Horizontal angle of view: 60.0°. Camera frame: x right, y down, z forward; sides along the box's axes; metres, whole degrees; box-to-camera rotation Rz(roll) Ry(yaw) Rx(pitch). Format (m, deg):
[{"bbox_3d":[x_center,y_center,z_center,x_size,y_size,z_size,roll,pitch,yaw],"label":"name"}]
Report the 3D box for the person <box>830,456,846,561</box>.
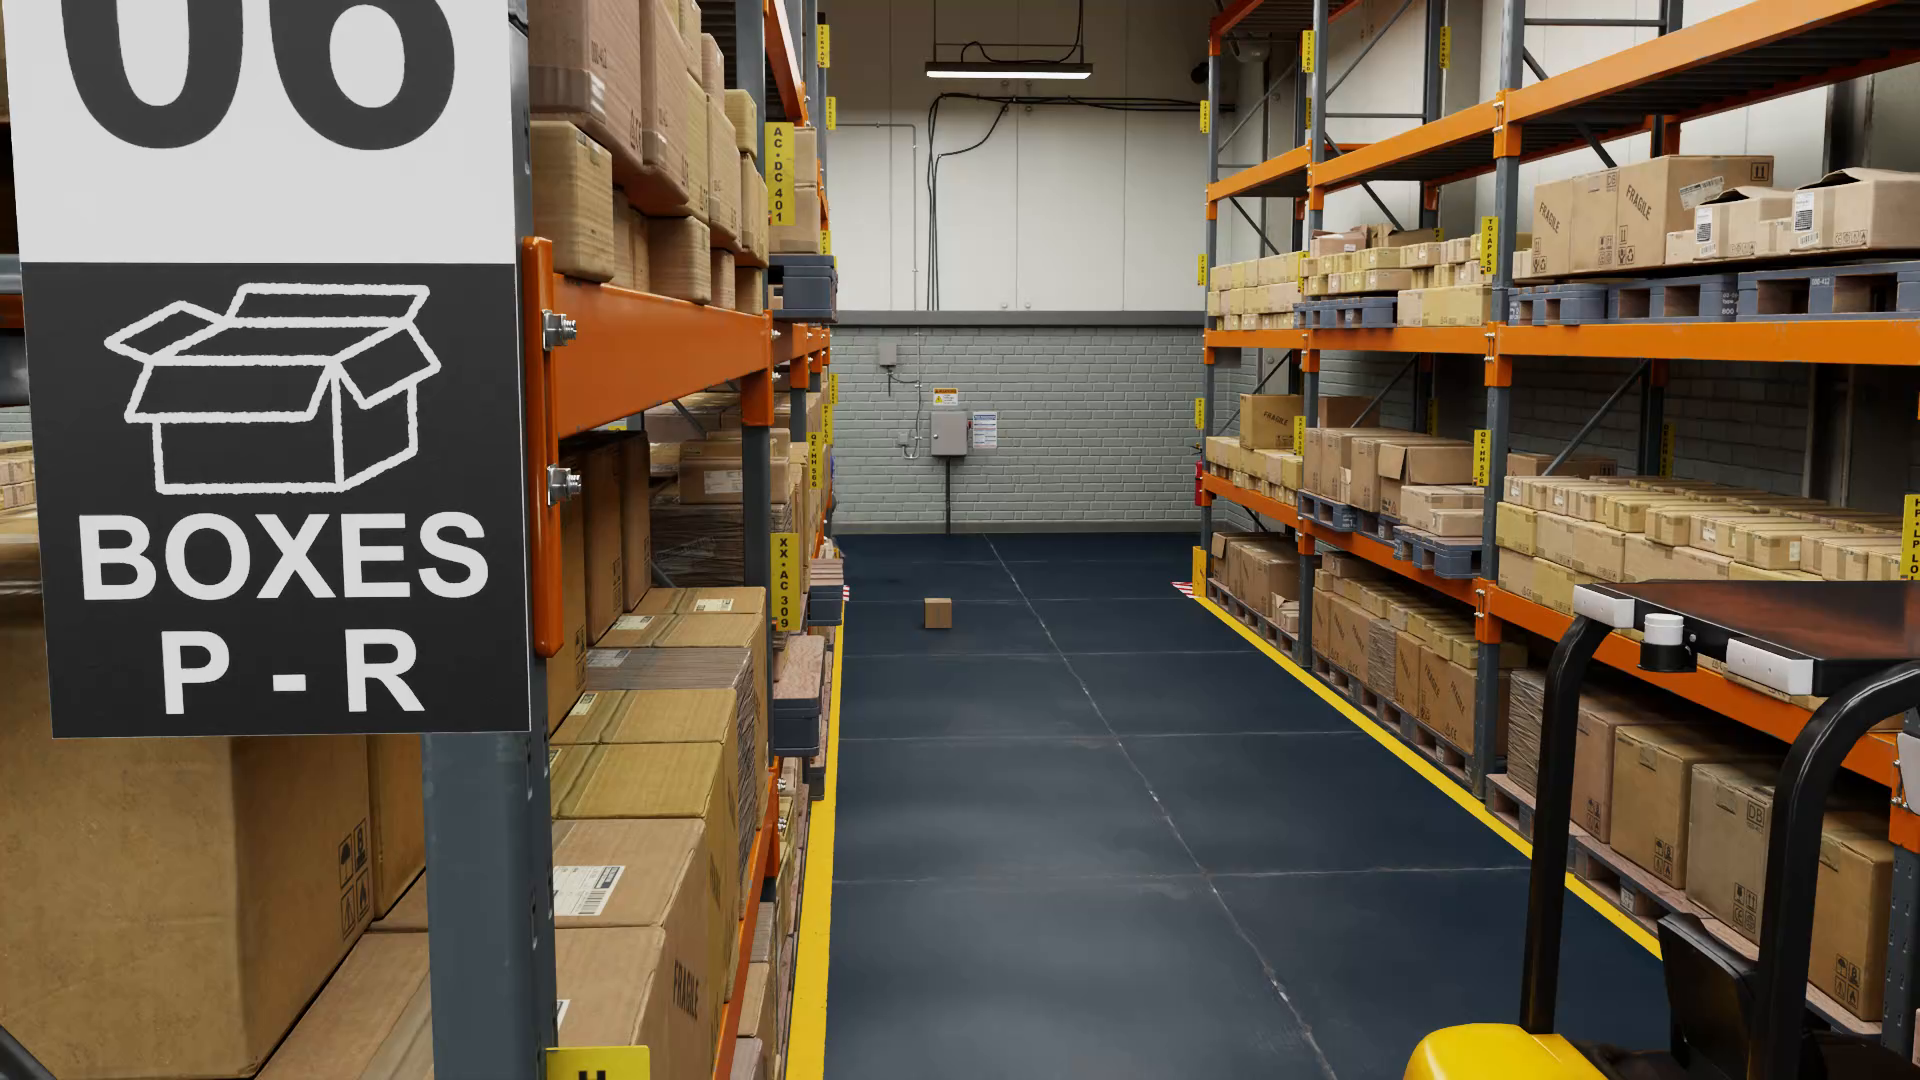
[{"bbox_3d":[-1.547,-0.394,18.748,0.453,1.653,0.497,2,7,13],"label":"person"}]
